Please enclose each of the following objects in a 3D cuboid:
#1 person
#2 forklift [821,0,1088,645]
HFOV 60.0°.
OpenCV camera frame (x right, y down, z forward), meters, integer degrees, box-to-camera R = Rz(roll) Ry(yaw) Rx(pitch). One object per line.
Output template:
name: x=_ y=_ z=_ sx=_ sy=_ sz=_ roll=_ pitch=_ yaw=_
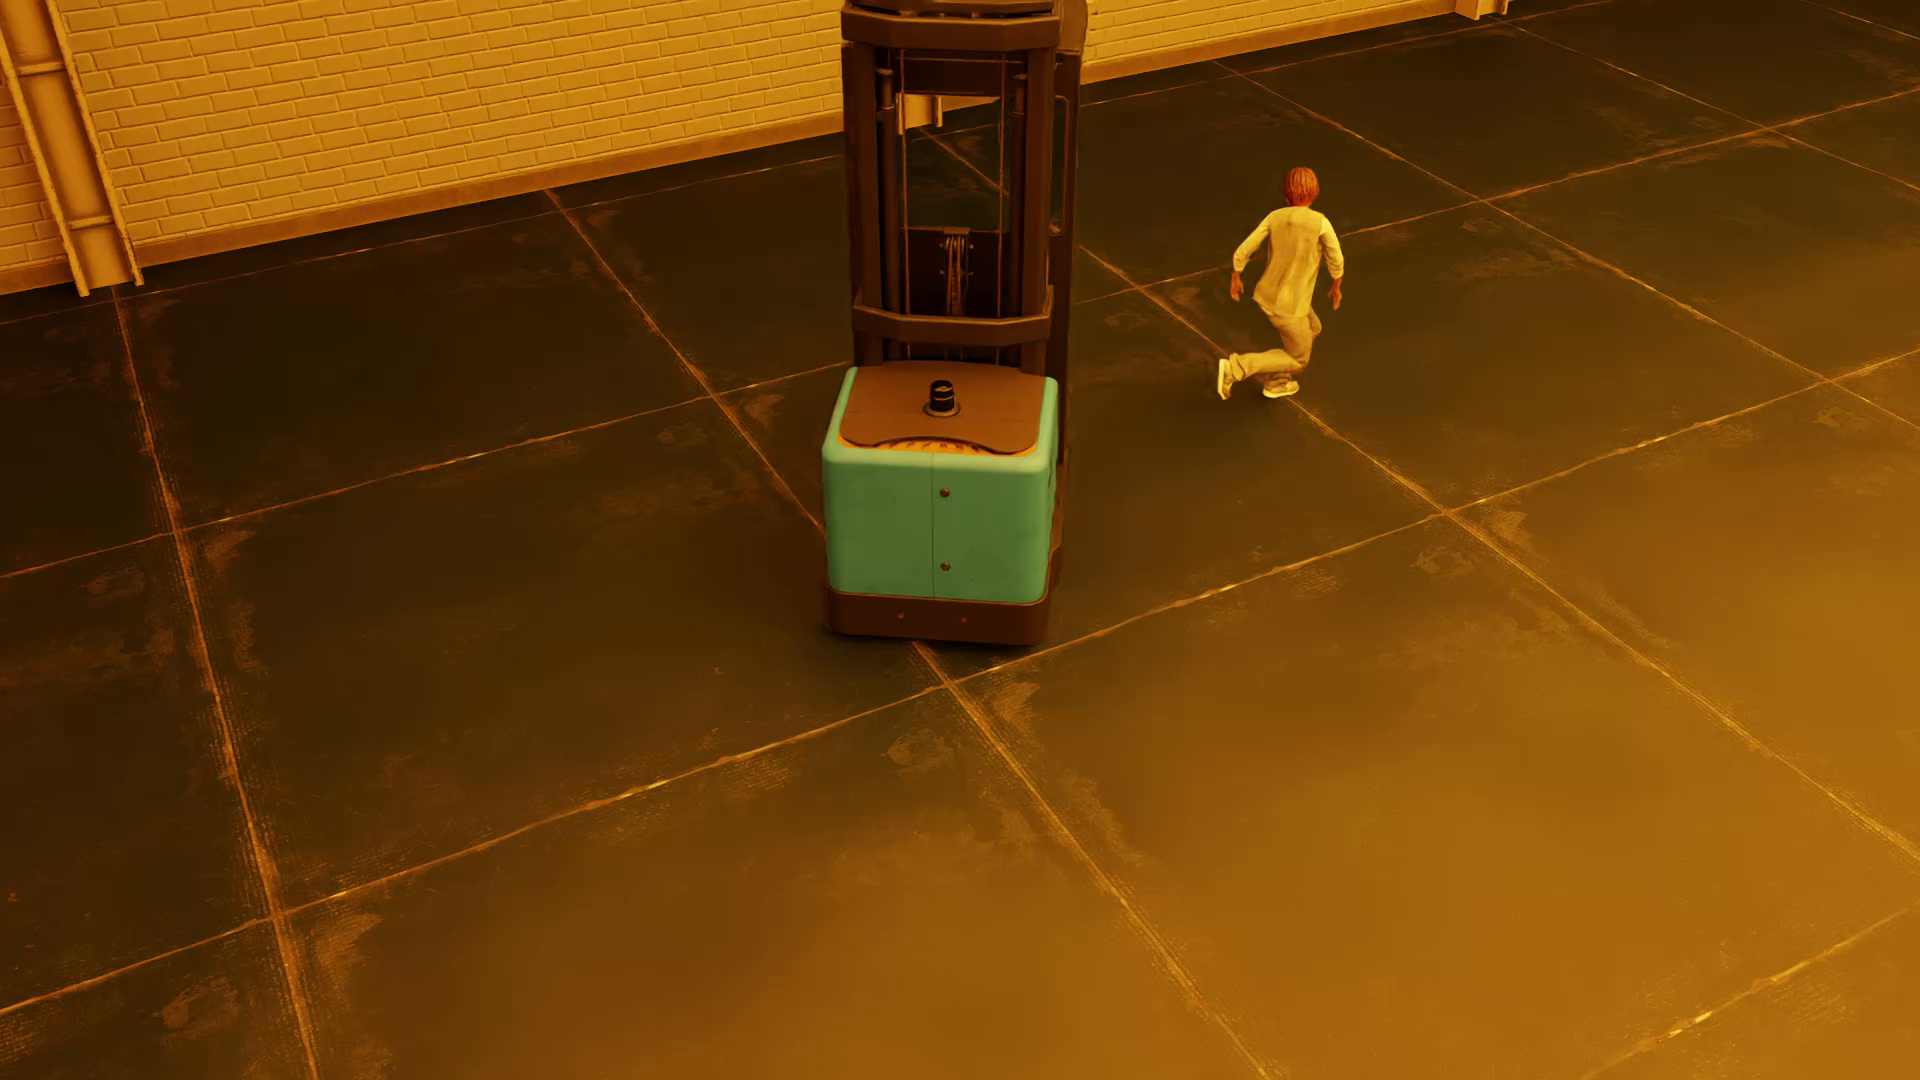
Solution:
person: x=1.796 y=-1.422 z=9.487 sx=0.730 sy=1.396 sz=0.543 roll=-18 pitch=39 yaw=-24
forklift: x=0.031 y=-1.535 z=8.295 sx=1.130 sy=2.935 sz=3.031 roll=3 pitch=35 yaw=5
